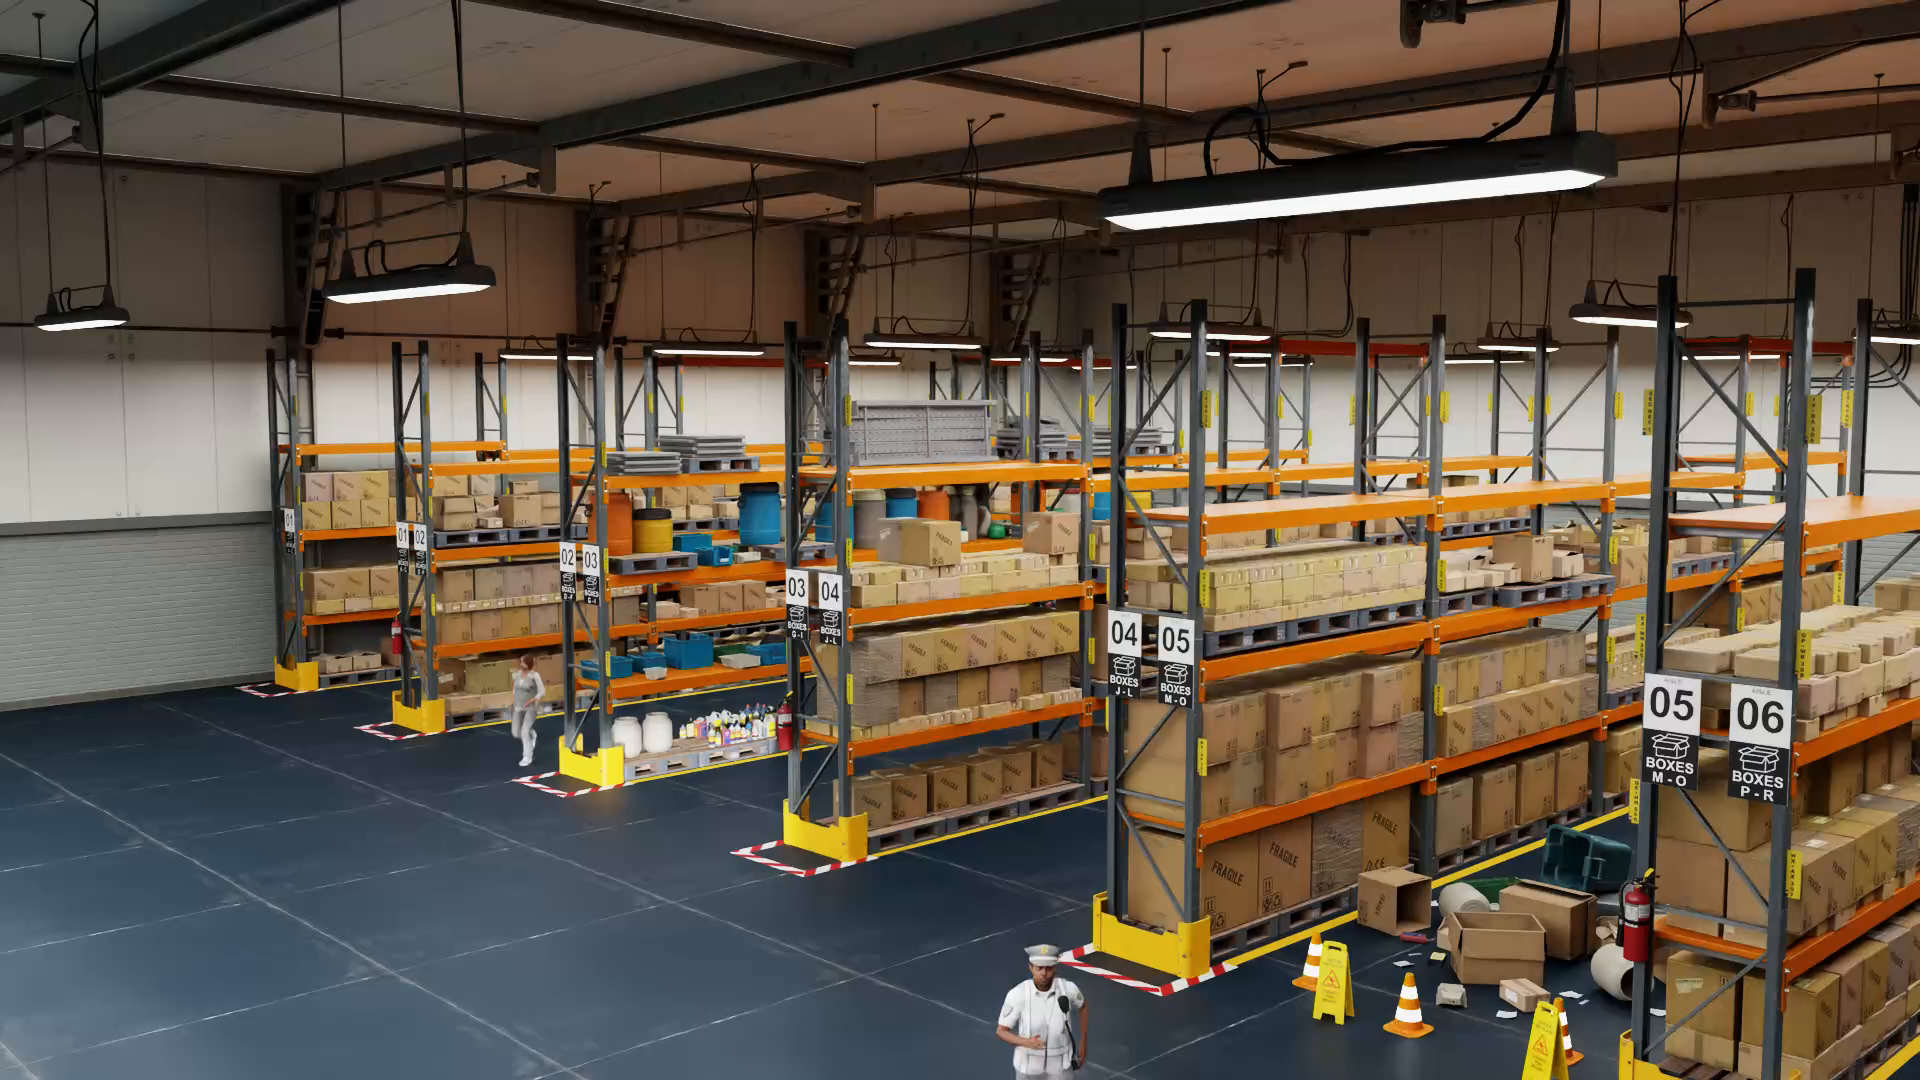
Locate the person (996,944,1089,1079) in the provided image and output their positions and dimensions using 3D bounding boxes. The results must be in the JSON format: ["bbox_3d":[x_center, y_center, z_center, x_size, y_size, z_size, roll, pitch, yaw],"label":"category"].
[{"bbox_3d":[0.529,3.394,10.616,0.603,1.746,0.805,0,5,1],"label":"person"}]

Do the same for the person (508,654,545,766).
[{"bbox_3d":[-6.077,2.391,23.387,0.535,1.536,0.546,2,5,19],"label":"person"}]
